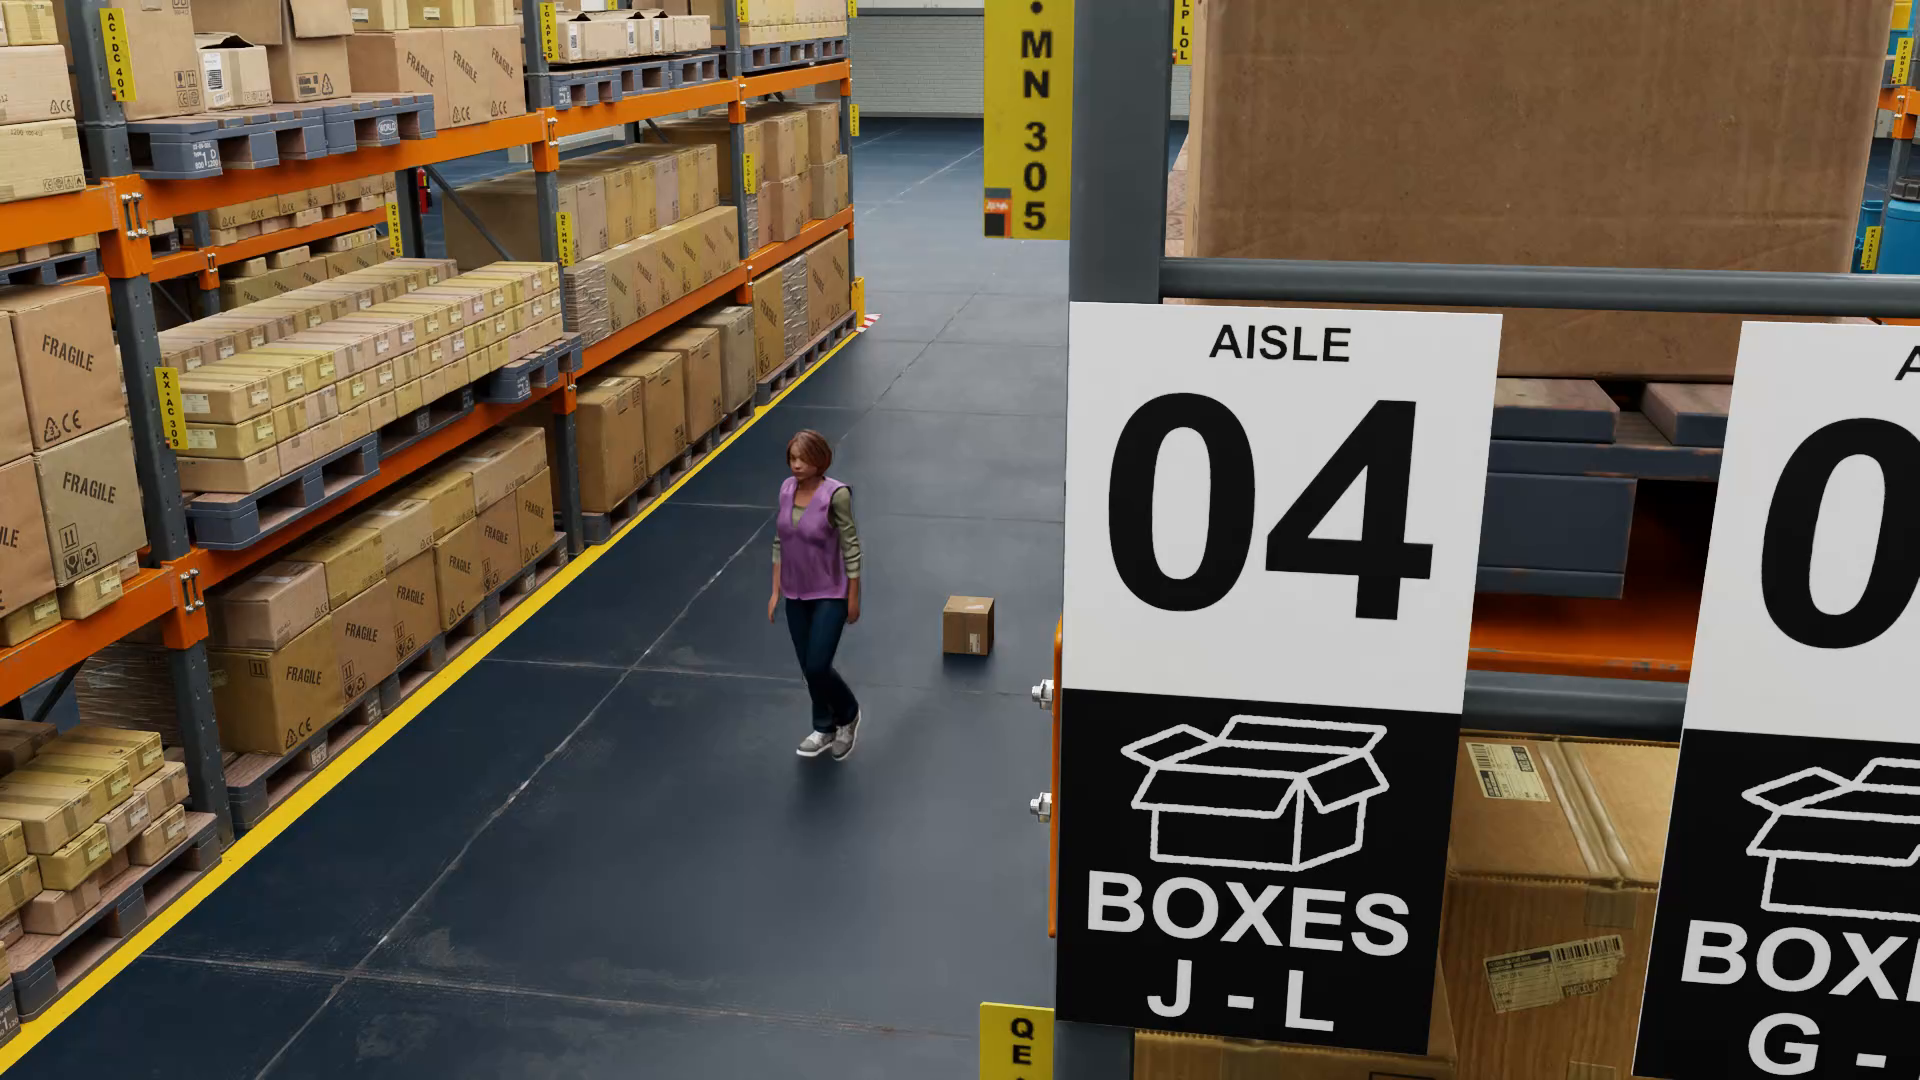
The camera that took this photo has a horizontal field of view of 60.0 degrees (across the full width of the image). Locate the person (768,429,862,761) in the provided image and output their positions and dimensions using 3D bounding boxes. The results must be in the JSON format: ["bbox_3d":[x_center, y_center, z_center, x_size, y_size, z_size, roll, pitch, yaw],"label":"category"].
[{"bbox_3d":[-0.674,0.269,7.674,0.422,1.598,0.399,12,22,32],"label":"person"}]
